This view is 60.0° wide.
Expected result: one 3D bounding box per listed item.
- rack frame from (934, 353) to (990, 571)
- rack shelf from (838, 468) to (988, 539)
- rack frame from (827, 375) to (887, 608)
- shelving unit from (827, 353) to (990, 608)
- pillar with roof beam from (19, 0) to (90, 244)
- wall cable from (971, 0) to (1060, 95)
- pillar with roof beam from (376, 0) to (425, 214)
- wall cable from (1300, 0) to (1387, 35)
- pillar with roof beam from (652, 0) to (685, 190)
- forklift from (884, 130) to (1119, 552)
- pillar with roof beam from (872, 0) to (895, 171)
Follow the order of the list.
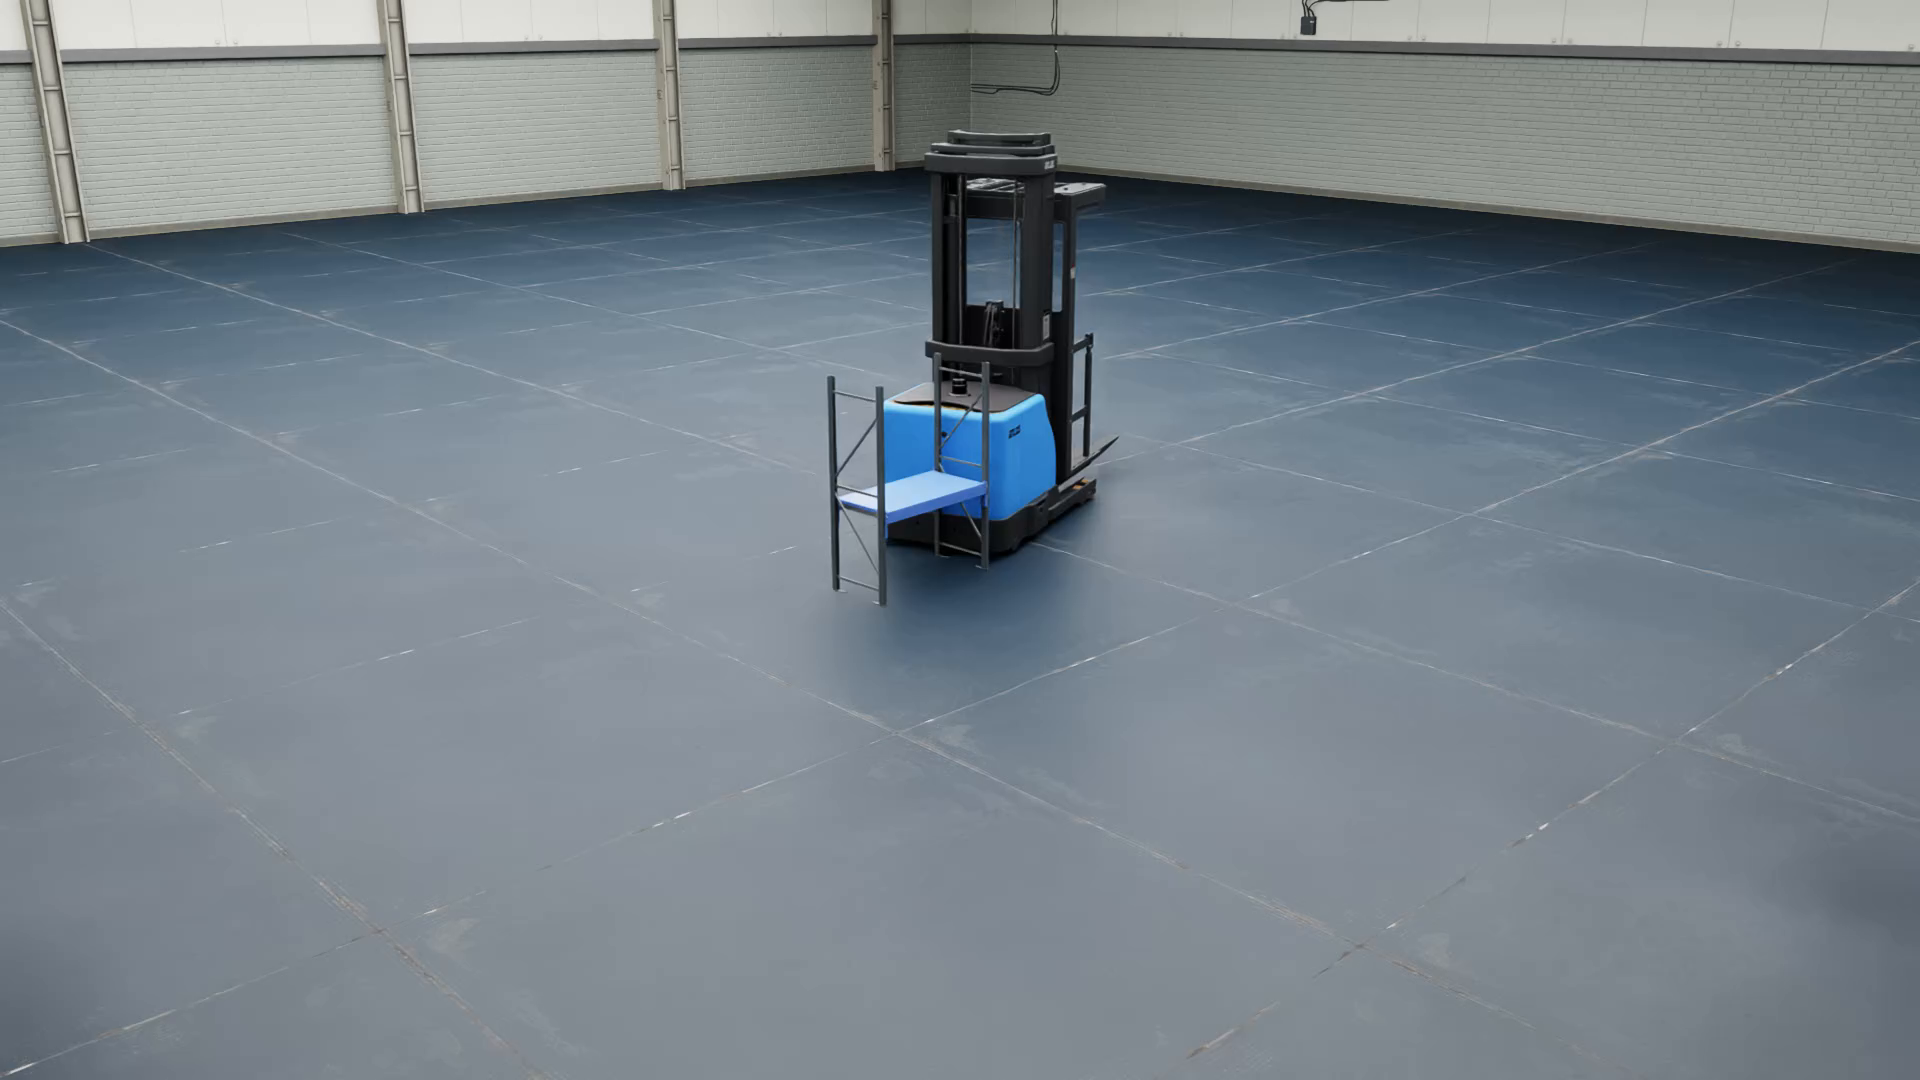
[{"bbox_3d":[0.009,-0.549,11.745,0.500,1.500,0.032,16,24,40],"label":"rack frame"},{"bbox_3d":[-0.337,-0.263,11.446,0.538,0.185,1.000,16,24,40],"label":"rack shelf"},{"bbox_3d":[-0.682,-0.319,11.036,0.500,1.500,0.032,16,24,40],"label":"rack frame"},{"bbox_3d":[-0.337,-0.434,11.391,0.538,1.500,1.048,16,24,40],"label":"shelving unit"},{"bbox_3d":[-11.921,-8.331,23.590,0.400,9.000,9.100,-16,24,-41],"label":"pillar with roof beam"},{"bbox_3d":[1.249,-11.961,39.820,0.112,2.526,3.097,-16,24,-41],"label":"wall cable"},{"bbox_3d":[-7.561,-9.603,27.511,0.400,9.000,9.100,-16,24,-41],"label":"pillar with roof beam"},{"bbox_3d":[7.760,-12.925,32.244,0.169,6.003,2.305,-16,24,-41],"label":"wall cable"},{"bbox_3d":[-3.202,-10.874,31.433,0.400,9.000,9.100,-16,24,-41],"label":"pillar with roof beam"},{"bbox_3d":[0.459,-1.719,13.033,1.130,2.935,3.031,8,20,23],"label":"forklift"},{"bbox_3d":[1.158,-12.145,35.354,0.400,9.000,9.100,-16,24,-41],"label":"pillar with roof beam"}]
